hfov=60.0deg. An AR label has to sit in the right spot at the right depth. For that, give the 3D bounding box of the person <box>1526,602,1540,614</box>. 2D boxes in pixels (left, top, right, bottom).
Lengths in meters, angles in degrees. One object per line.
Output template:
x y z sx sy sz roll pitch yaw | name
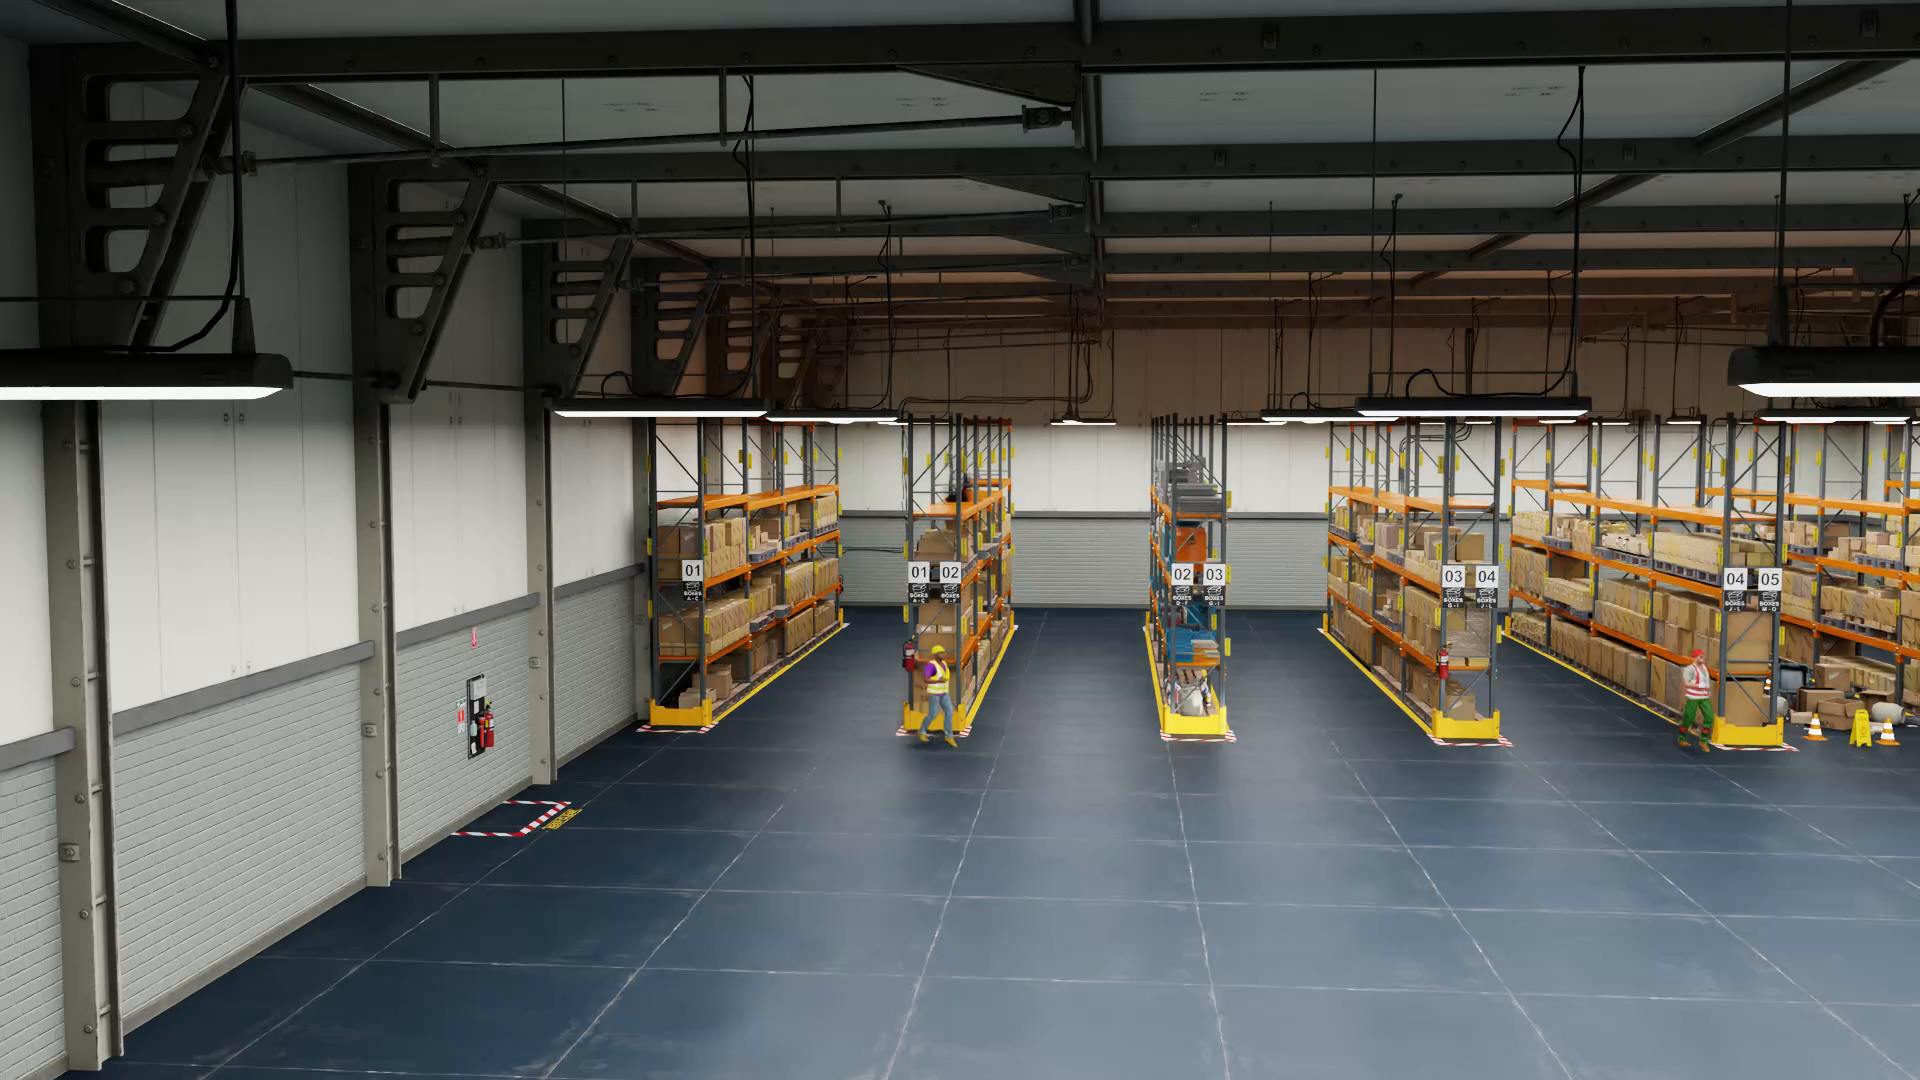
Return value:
16.347 1.688 47.366 0.586 1.696 0.718 3 5 42 | person

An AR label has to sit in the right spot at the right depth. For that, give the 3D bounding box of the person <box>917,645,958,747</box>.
-0.402 2.811 30.042 0.794 1.820 0.698 3 5 40 | person

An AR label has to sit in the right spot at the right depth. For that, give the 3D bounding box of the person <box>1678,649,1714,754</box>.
13.074 2.843 29.468 0.655 1.838 0.730 -1 4 -18 | person
